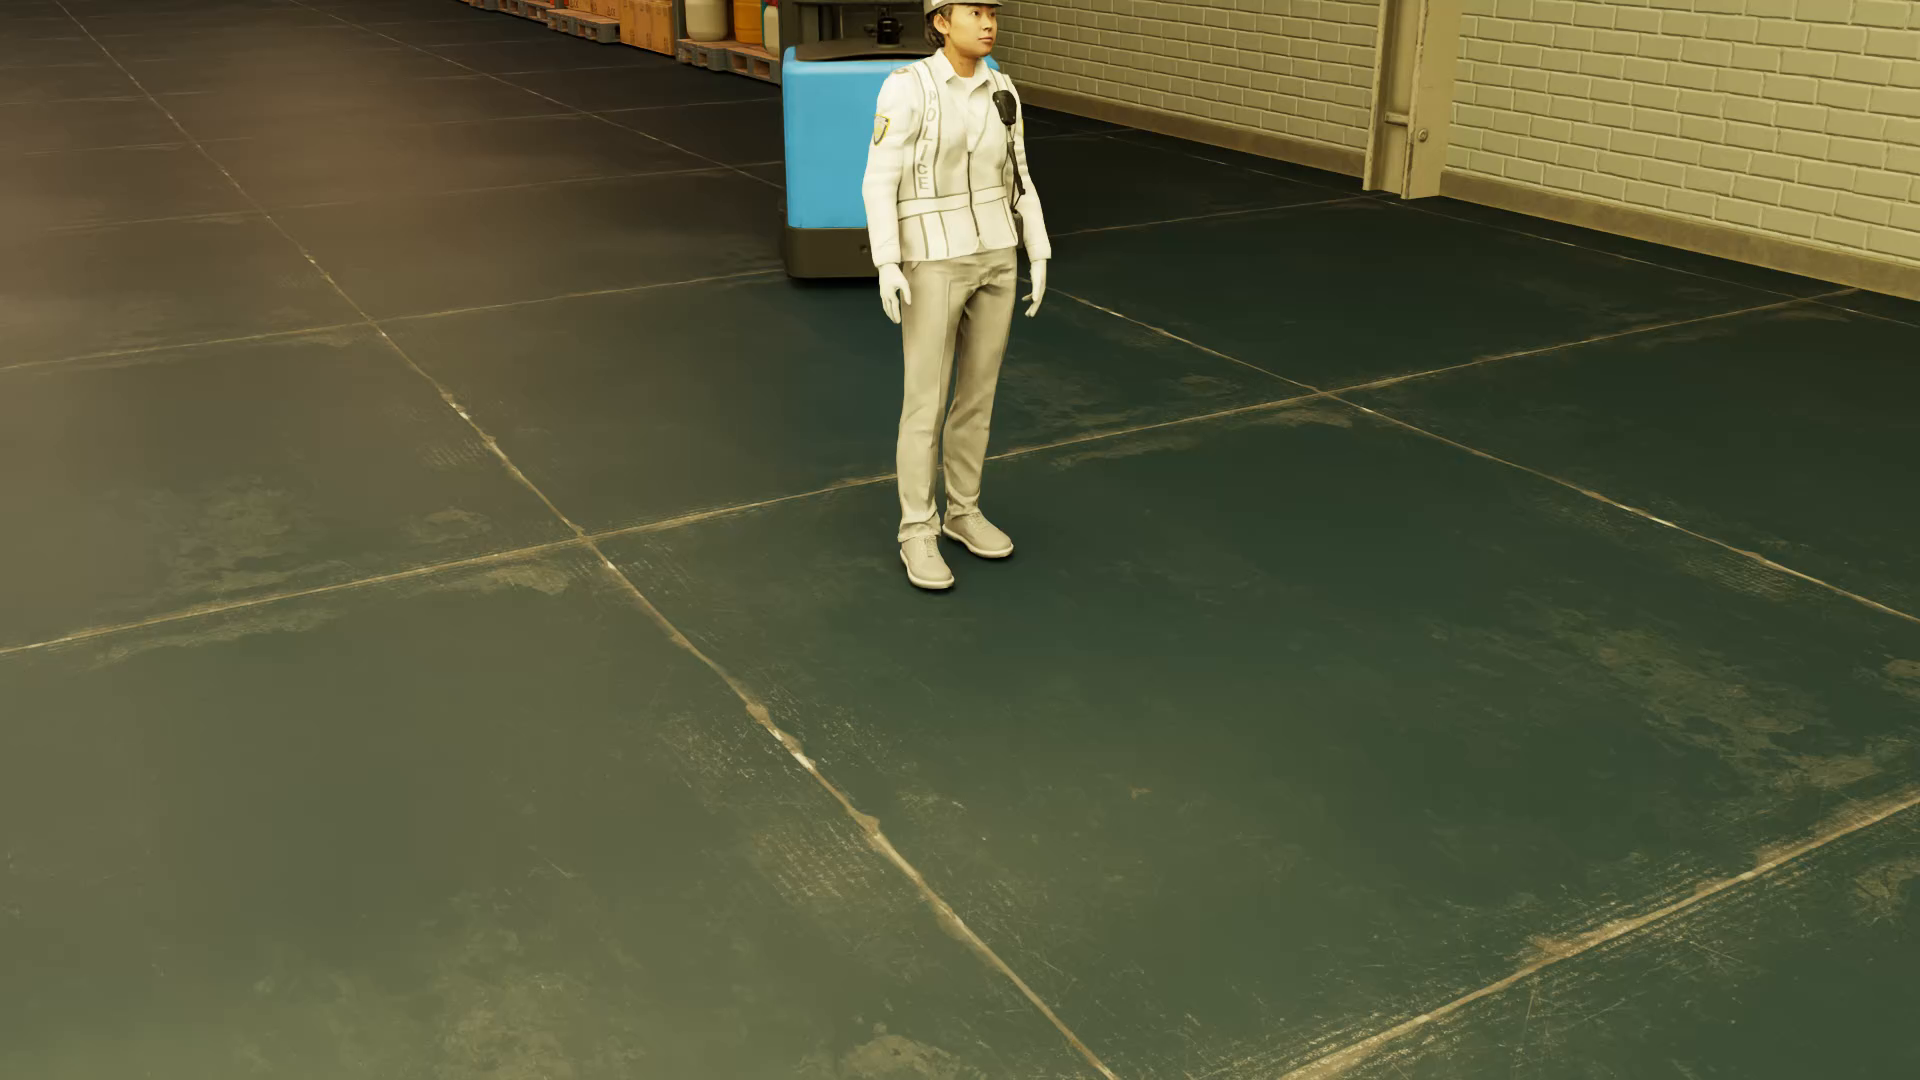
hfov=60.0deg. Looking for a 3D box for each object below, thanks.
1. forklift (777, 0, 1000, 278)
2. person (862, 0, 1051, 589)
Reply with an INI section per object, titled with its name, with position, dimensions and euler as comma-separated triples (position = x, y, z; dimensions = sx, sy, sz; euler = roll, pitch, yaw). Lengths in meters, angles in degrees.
[forklift]
position = -0.441, -3.137, 8.919
dimensions = 1.130, 2.935, 3.031
euler = -2, 22, -5
[person]
position = 0.028, -0.766, 4.752
dimensions = 0.586, 1.694, 0.530
euler = -12, 25, -28
